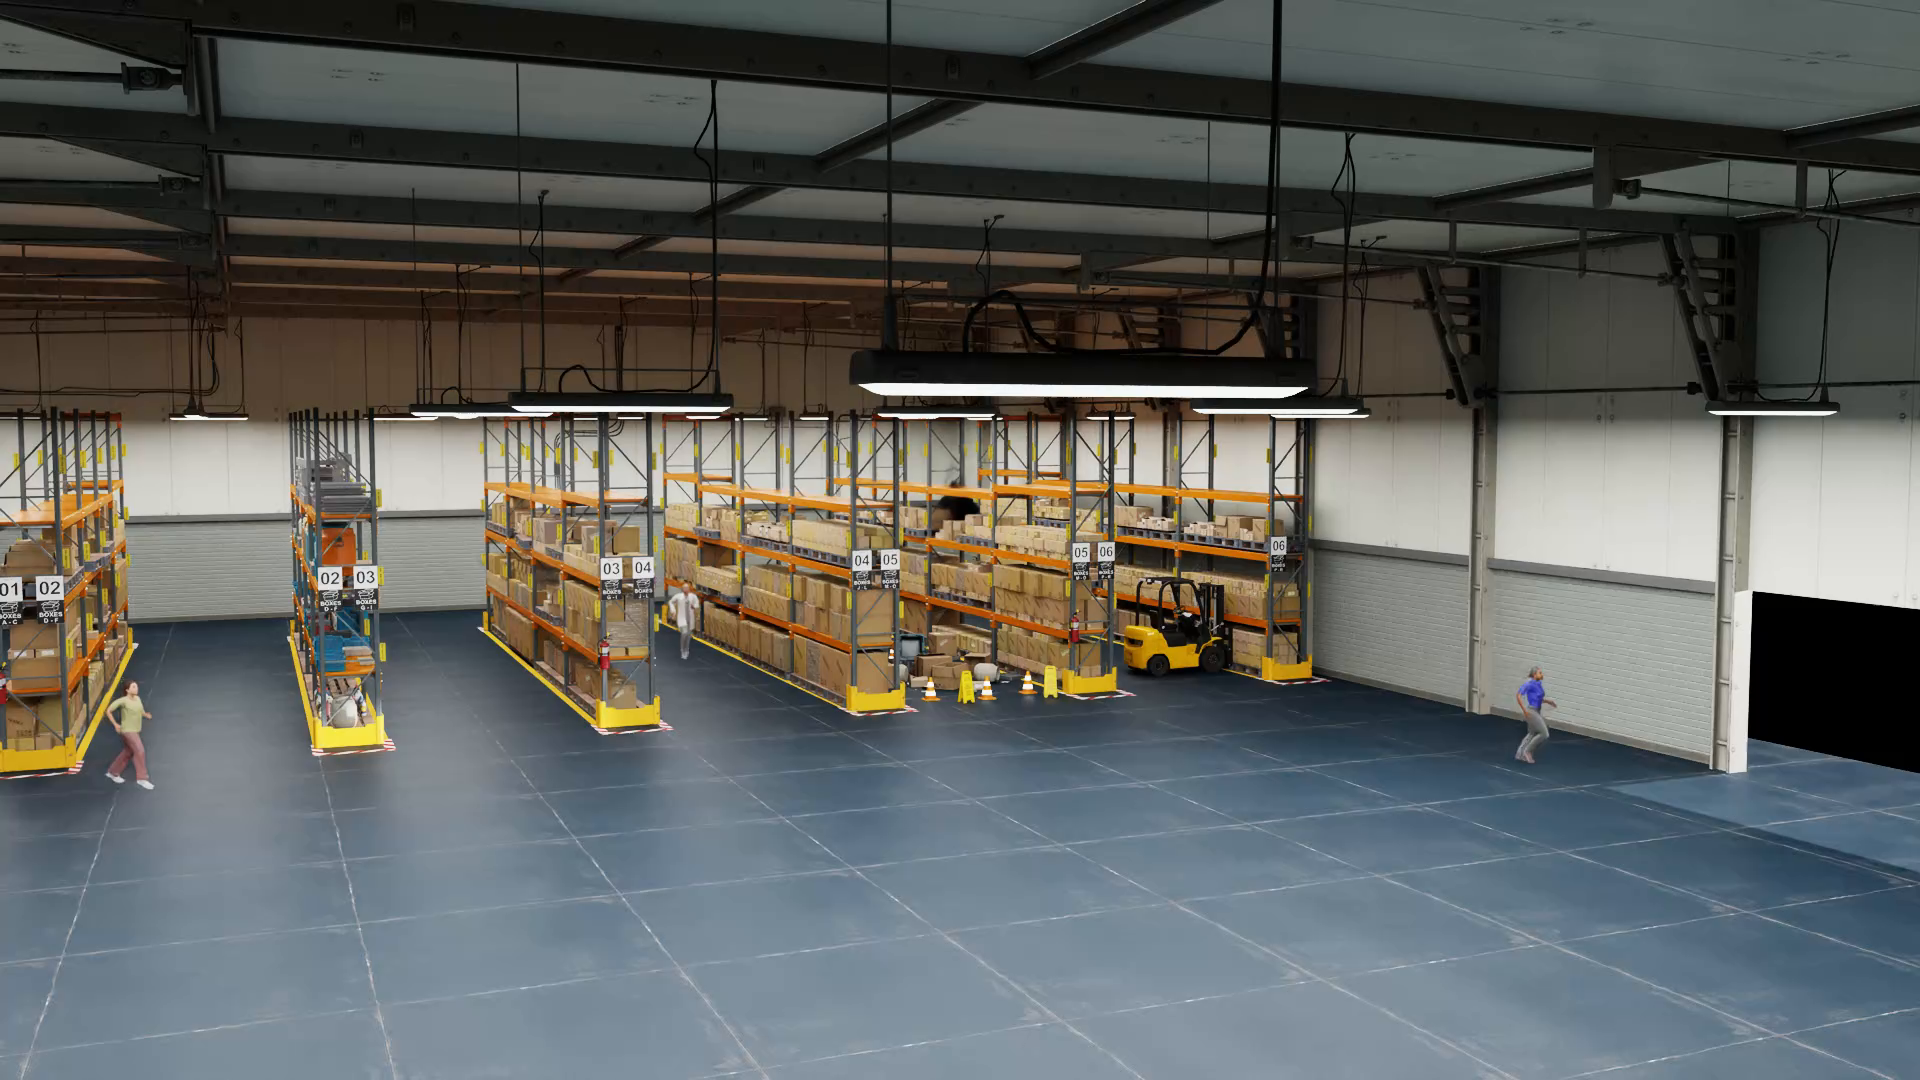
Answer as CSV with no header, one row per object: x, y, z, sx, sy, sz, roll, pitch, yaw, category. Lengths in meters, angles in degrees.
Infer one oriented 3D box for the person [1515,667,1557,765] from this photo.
9.691,2.950,27.977,0.636,1.645,0.578,2,5,32,person

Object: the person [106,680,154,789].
-13.068,3.049,26.204,0.807,1.703,0.569,0,4,5,person

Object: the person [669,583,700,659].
-6.725,2.083,40.778,0.669,1.652,0.835,-2,5,-28,person

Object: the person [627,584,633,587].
-9.025,1.644,45.784,0.706,1.772,0.886,-1,4,-20,person
